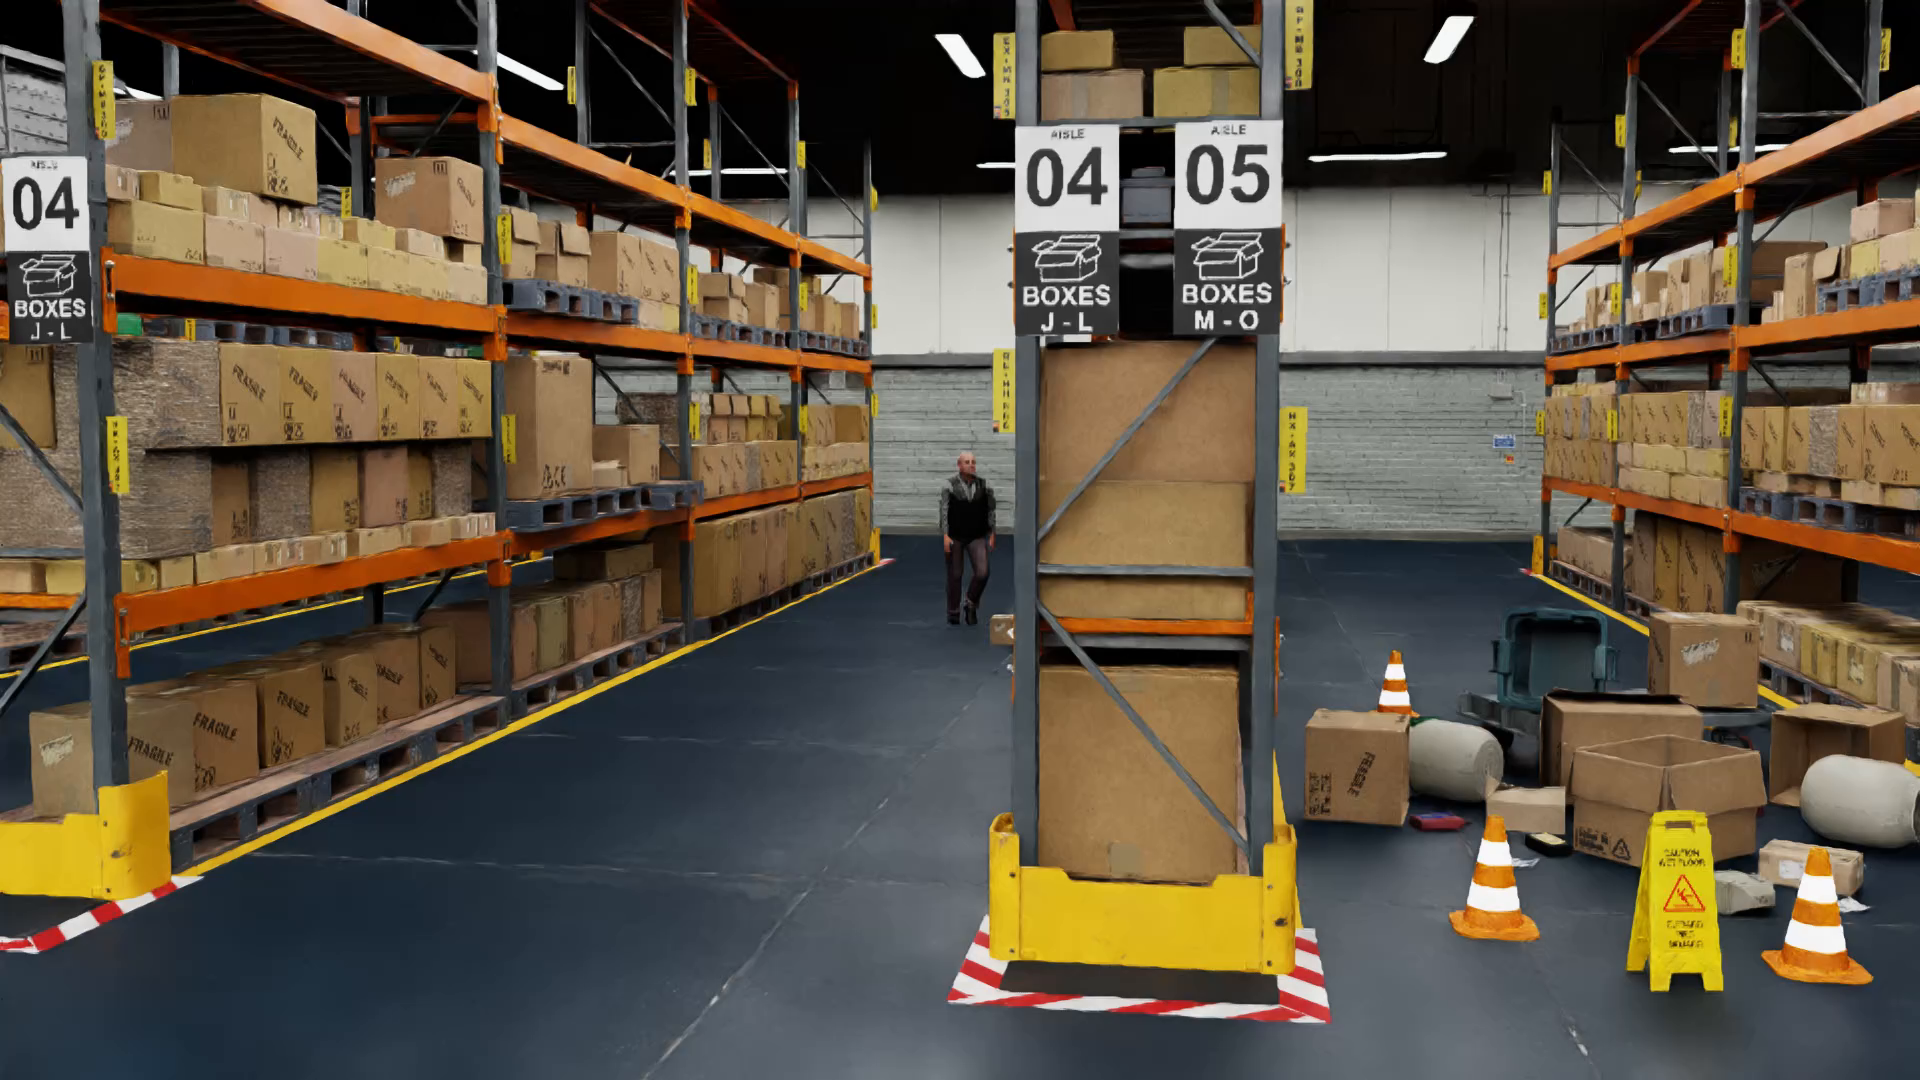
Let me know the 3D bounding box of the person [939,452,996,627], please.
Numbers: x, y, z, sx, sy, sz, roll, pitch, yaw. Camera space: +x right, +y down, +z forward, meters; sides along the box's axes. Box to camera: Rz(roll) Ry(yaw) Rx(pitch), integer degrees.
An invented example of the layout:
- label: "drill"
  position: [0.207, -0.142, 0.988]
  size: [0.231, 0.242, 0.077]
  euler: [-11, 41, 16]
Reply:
- label: "person"
  position: [0.078, -0.003, 16.372]
  size: [0.586, 1.733, 0.487]
  euler: [-1, 5, -11]
